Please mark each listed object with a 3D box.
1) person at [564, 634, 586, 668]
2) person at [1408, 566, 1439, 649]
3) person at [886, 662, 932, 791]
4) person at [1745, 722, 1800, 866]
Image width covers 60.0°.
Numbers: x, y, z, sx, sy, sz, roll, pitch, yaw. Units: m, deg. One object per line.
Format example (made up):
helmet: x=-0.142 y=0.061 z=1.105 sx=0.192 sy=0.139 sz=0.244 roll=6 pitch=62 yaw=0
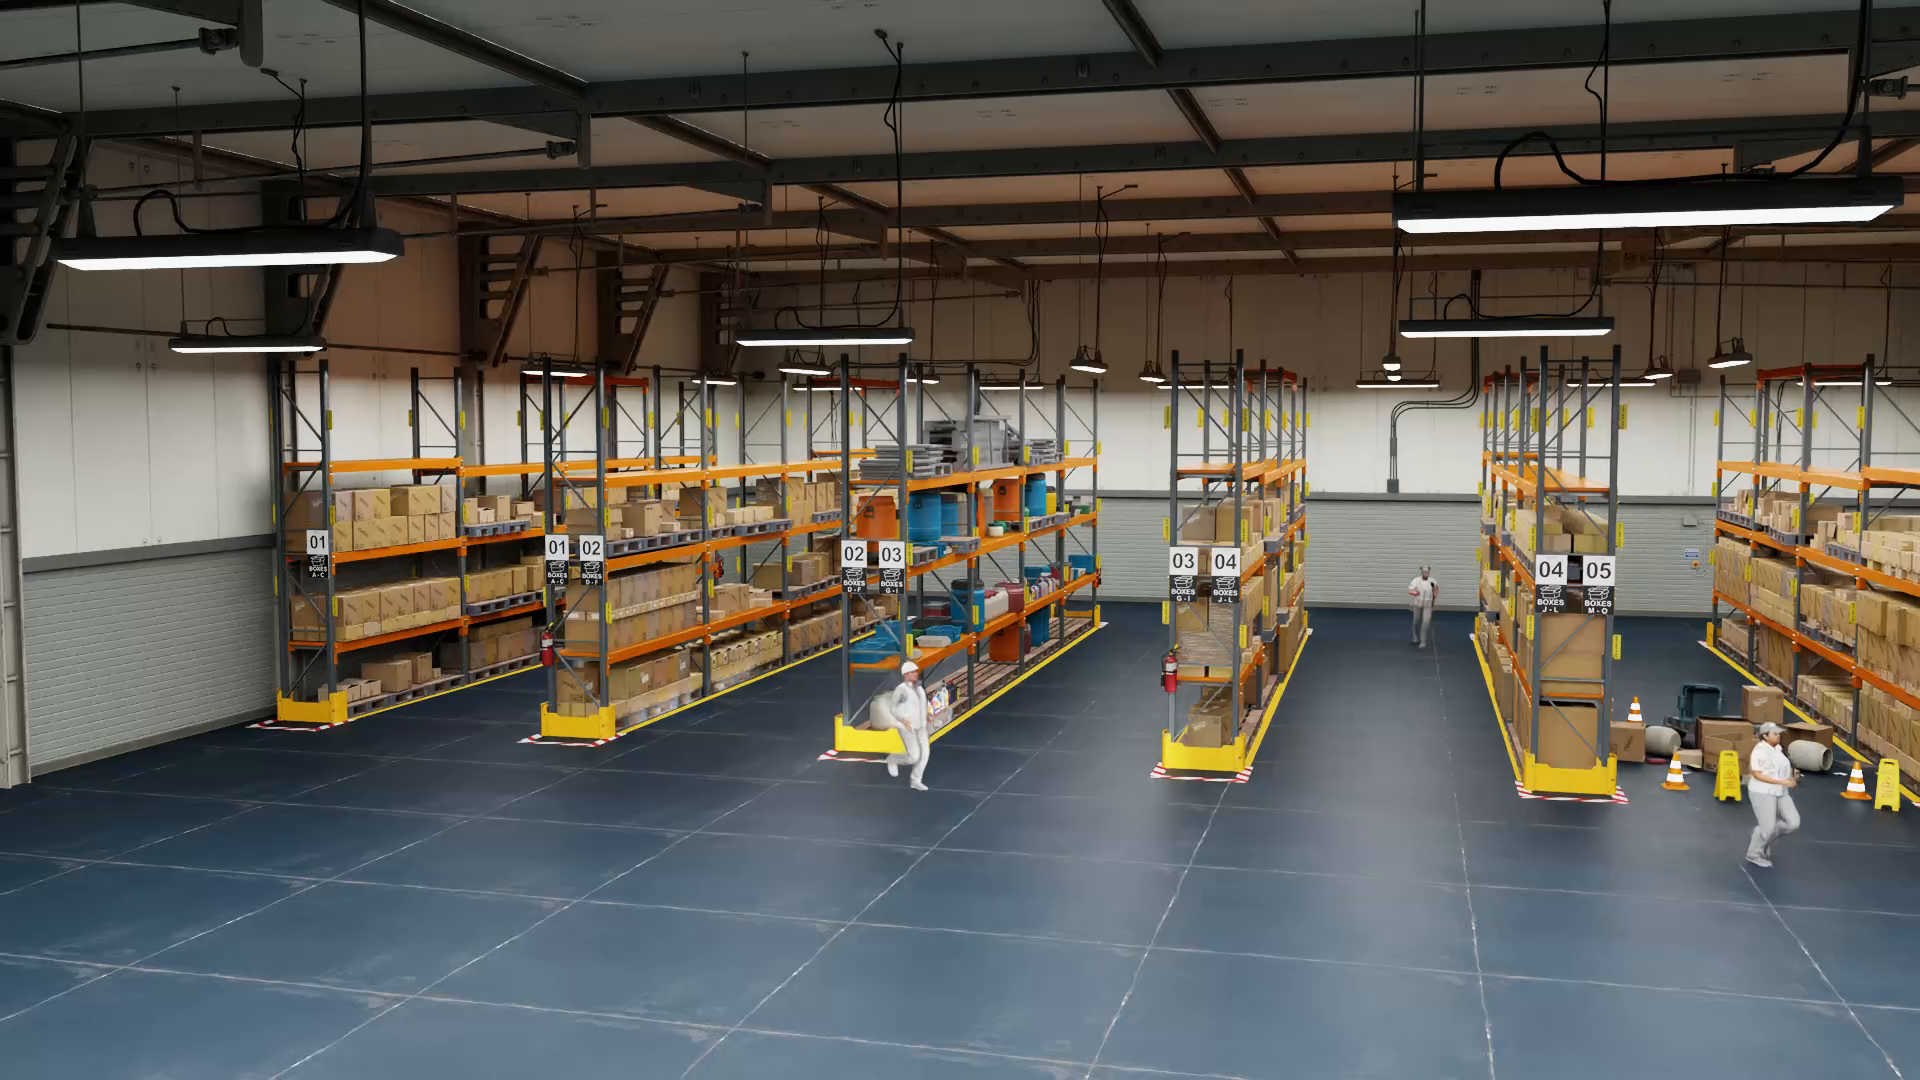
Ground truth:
person: x=-6.855 y=1.980 z=29.947 sx=0.571 sy=1.639 sz=0.990 roll=0 pitch=4 yaw=7
person: x=10.264 y=1.456 z=36.843 sx=0.665 sy=1.795 sz=0.981 roll=1 pitch=4 yaw=12
person: x=-0.687 y=2.519 z=22.633 sx=0.658 sy=1.738 sz=0.670 roll=4 pitch=5 yaw=42
person: x=9.117 y=2.850 z=18.622 sx=0.595 sy=1.628 sz=0.557 roll=-3 pitch=5 yaw=-33
